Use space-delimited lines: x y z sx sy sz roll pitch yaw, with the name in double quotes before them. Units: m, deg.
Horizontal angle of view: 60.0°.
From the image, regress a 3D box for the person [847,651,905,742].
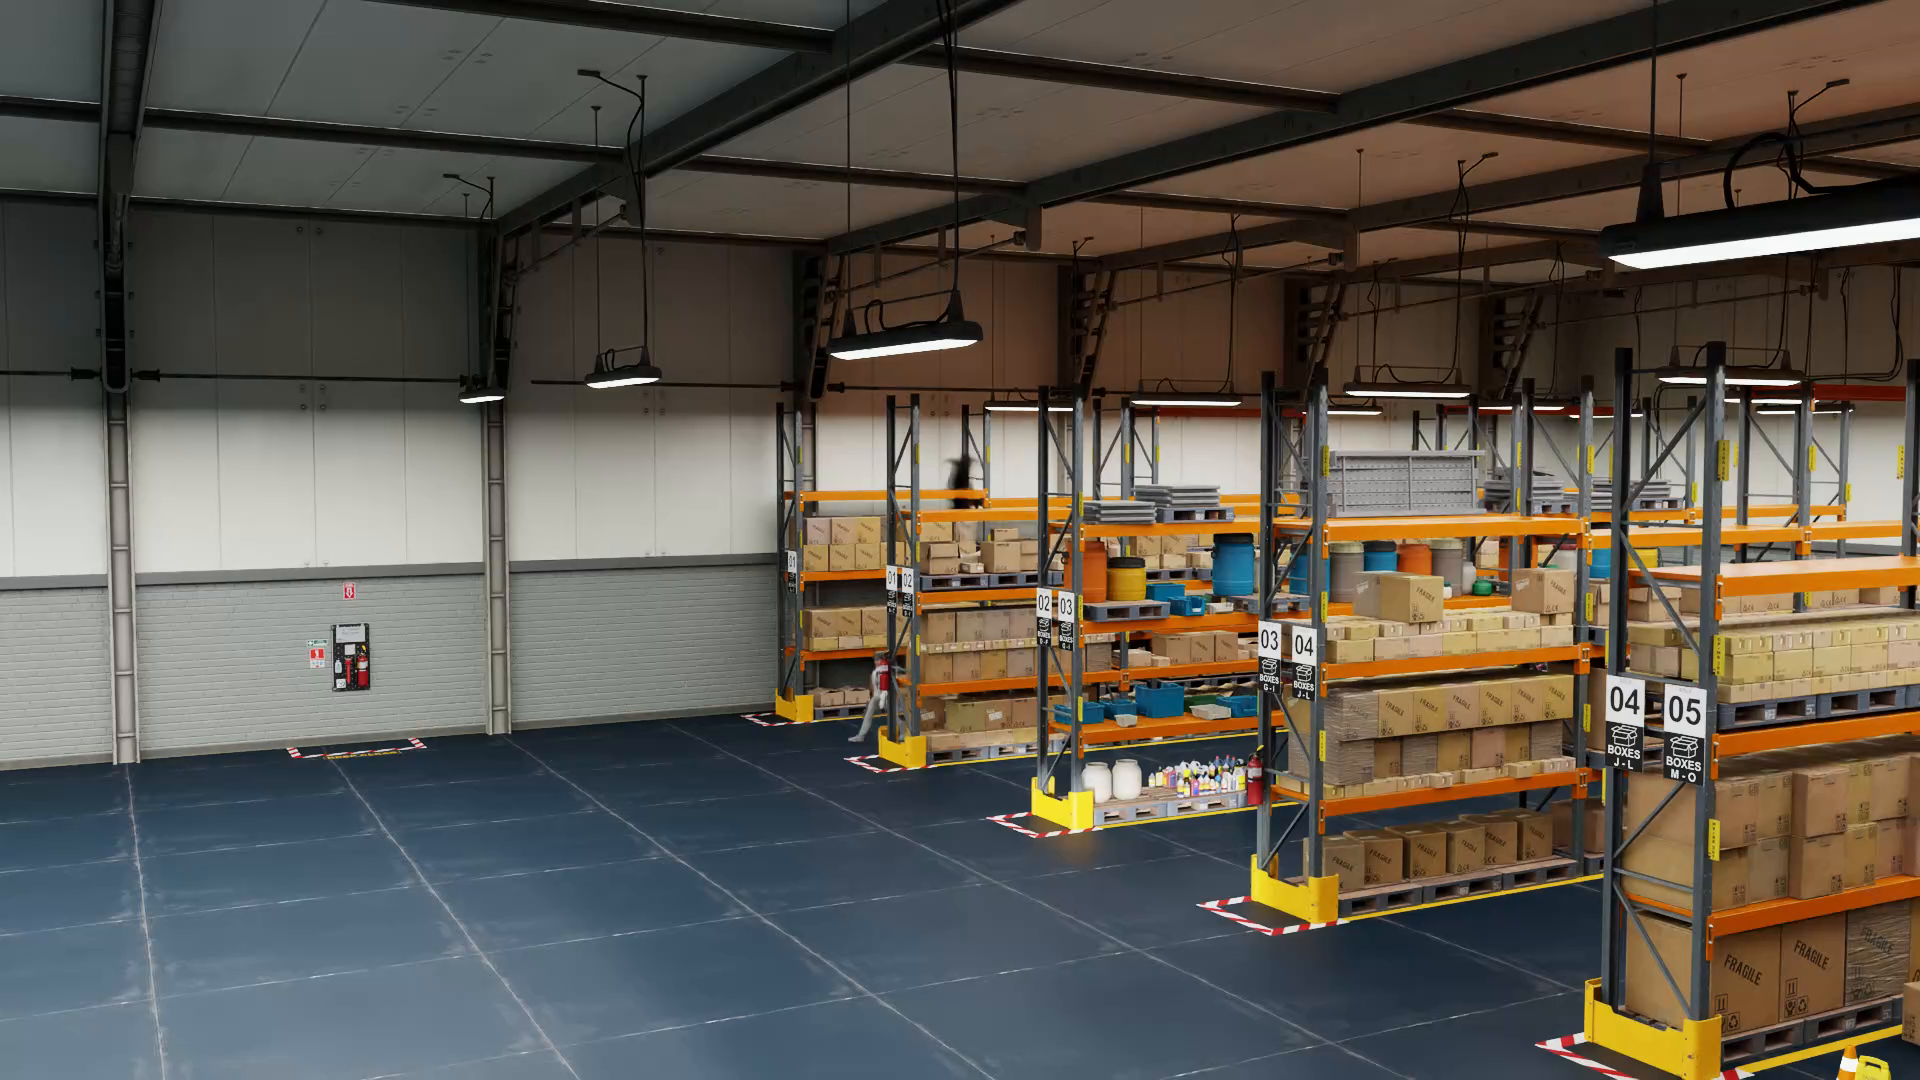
"person" -1.392 2.708 28.806 1.061 1.578 0.550 -2 4 -31
